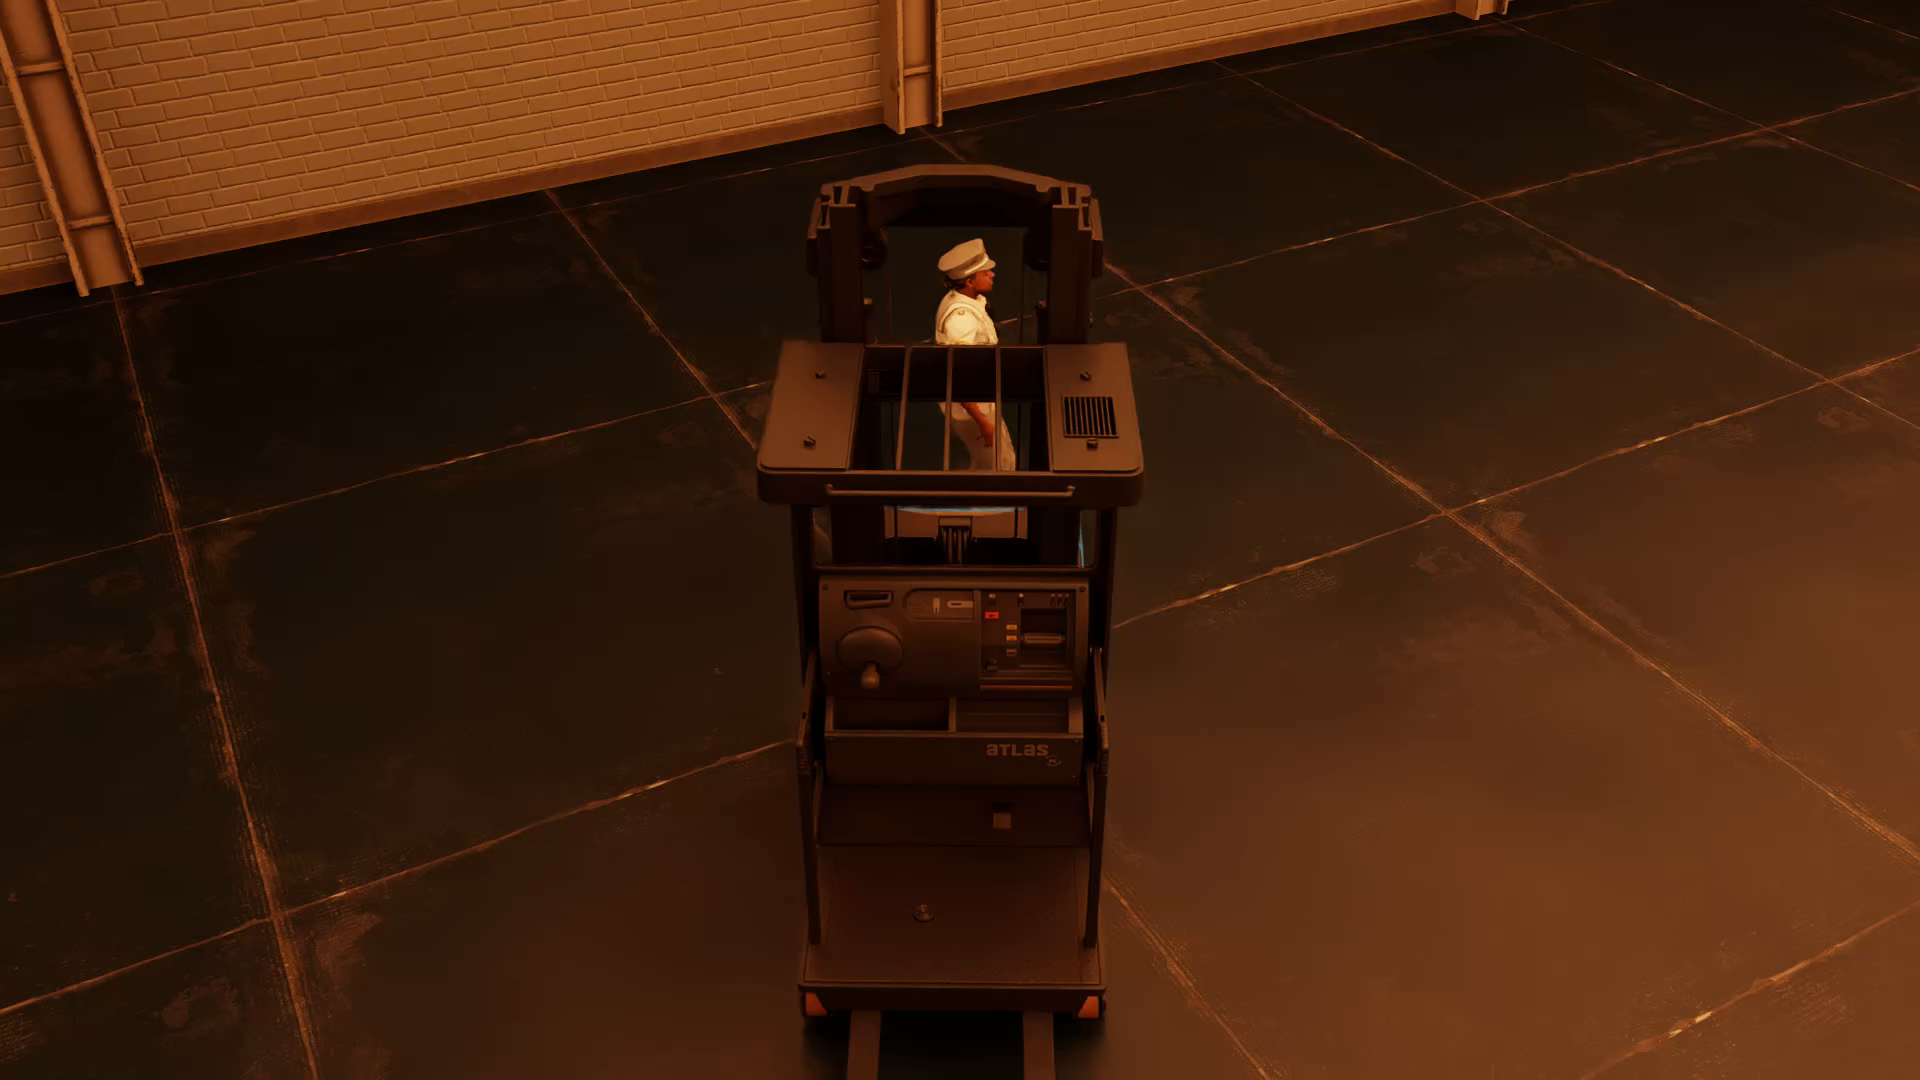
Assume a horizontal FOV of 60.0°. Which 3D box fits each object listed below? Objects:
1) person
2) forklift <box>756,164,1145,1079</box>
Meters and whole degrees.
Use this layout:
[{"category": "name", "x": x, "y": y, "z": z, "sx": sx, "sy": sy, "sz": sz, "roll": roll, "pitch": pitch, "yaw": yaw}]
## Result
[{"category": "person", "x": 0.124, "y": -0.674, "z": 8.181, "sx": 0.493, "sy": 1.672, "sz": 0.621, "roll": -1, "pitch": 35, "yaw": -2}, {"category": "forklift", "x": -0.022, "y": 0.388, "z": 5.574, "sx": 1.130, "sy": 2.935, "sz": 3.031, "roll": 0, "pitch": 35, "yaw": 1}]
